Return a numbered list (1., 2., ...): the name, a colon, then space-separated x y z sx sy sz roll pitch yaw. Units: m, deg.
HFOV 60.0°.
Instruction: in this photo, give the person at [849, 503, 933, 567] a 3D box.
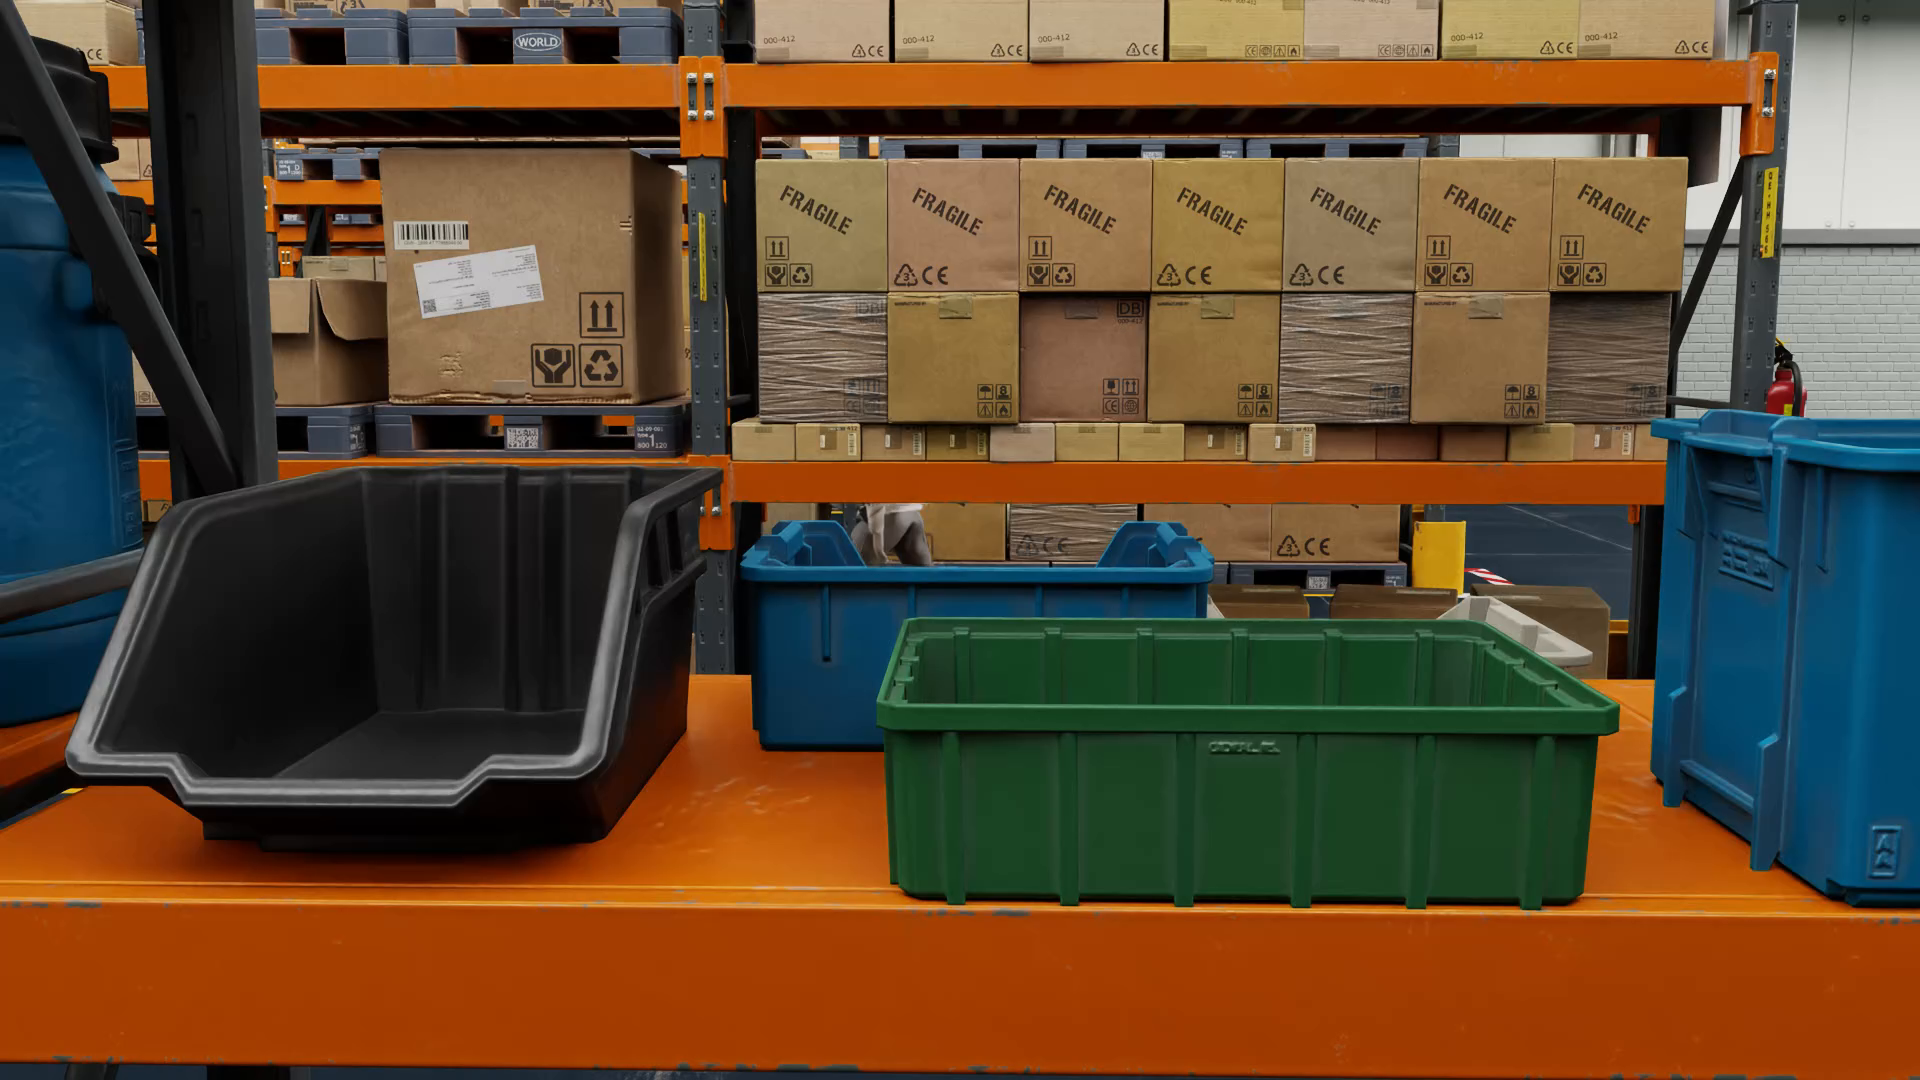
1. person: -0.383 -0.093 8.445 0.919 1.627 0.525 4 8 28
